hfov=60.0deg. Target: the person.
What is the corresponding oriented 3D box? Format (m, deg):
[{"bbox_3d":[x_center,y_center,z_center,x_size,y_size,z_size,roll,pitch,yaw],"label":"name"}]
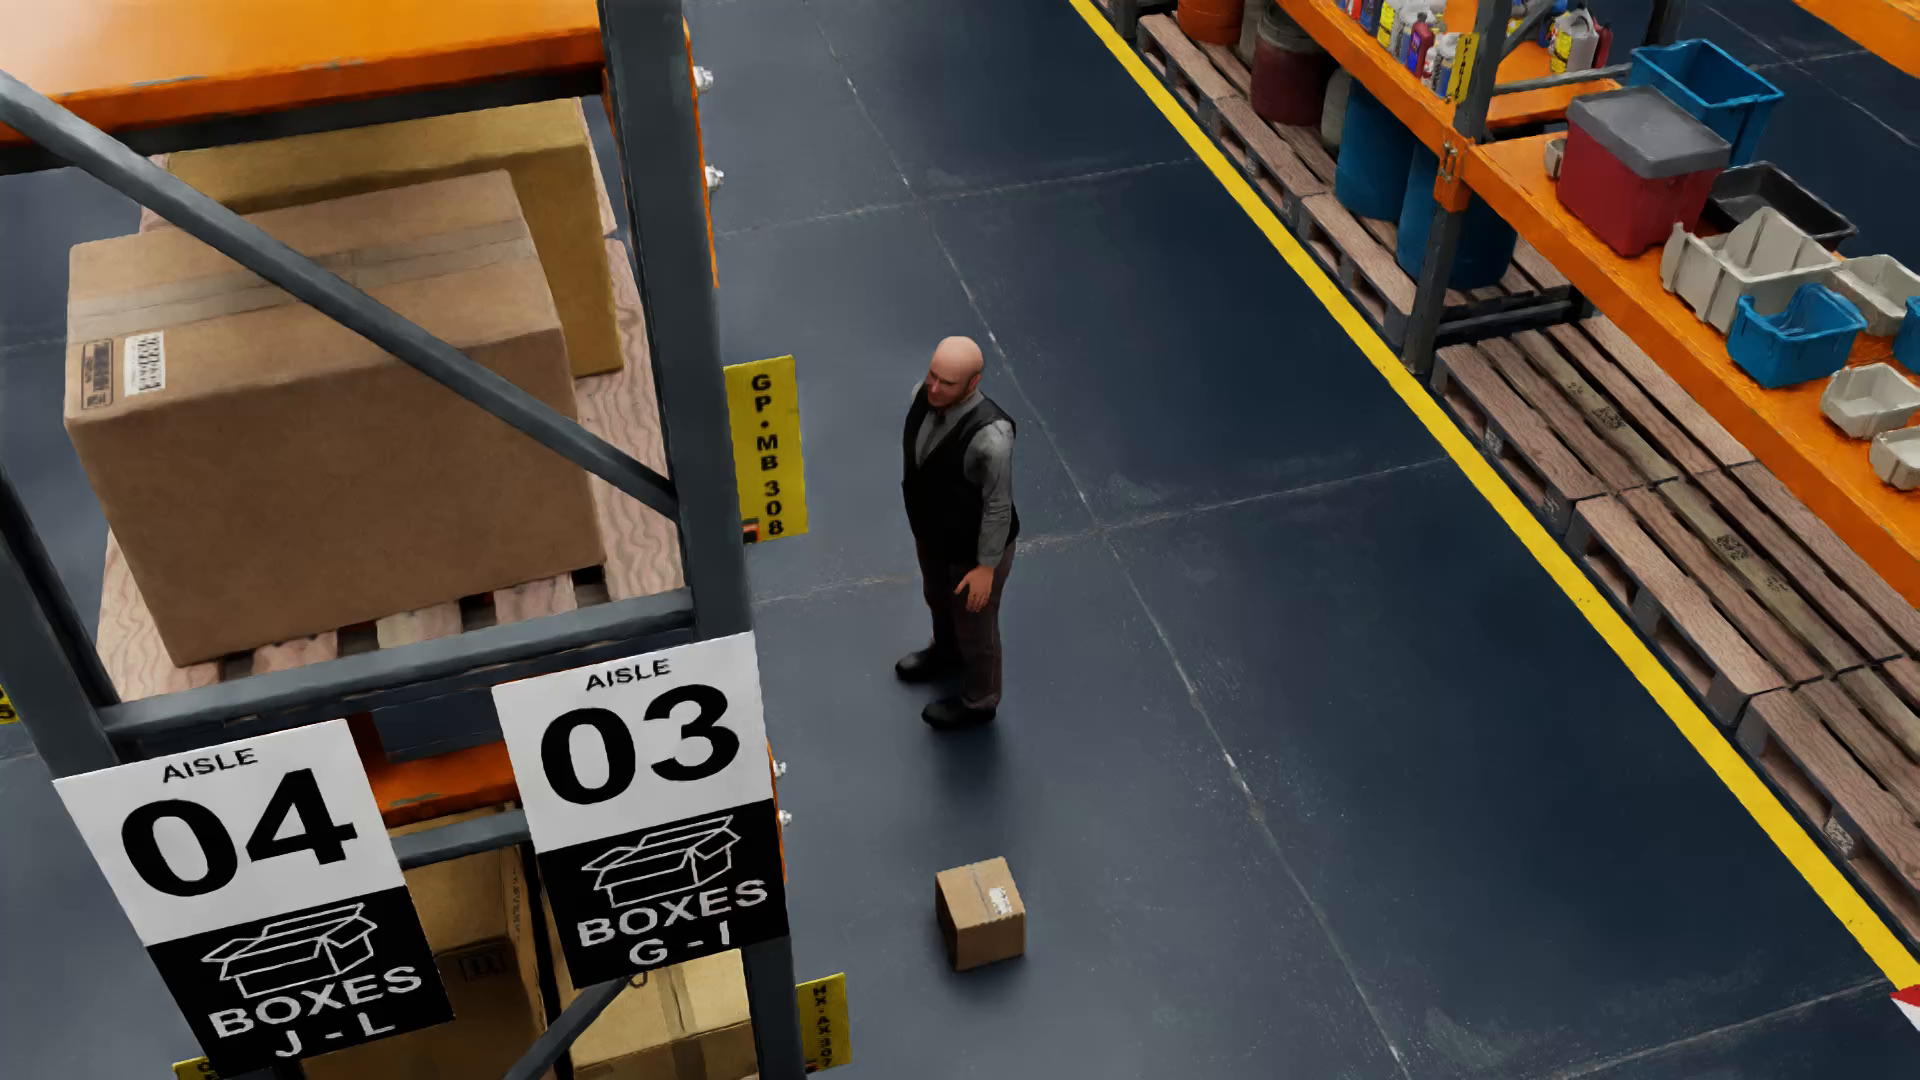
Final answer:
[{"bbox_3d":[-0.021,-0.014,6.162,0.393,1.729,0.588,-26,48,-26],"label":"person"}]
